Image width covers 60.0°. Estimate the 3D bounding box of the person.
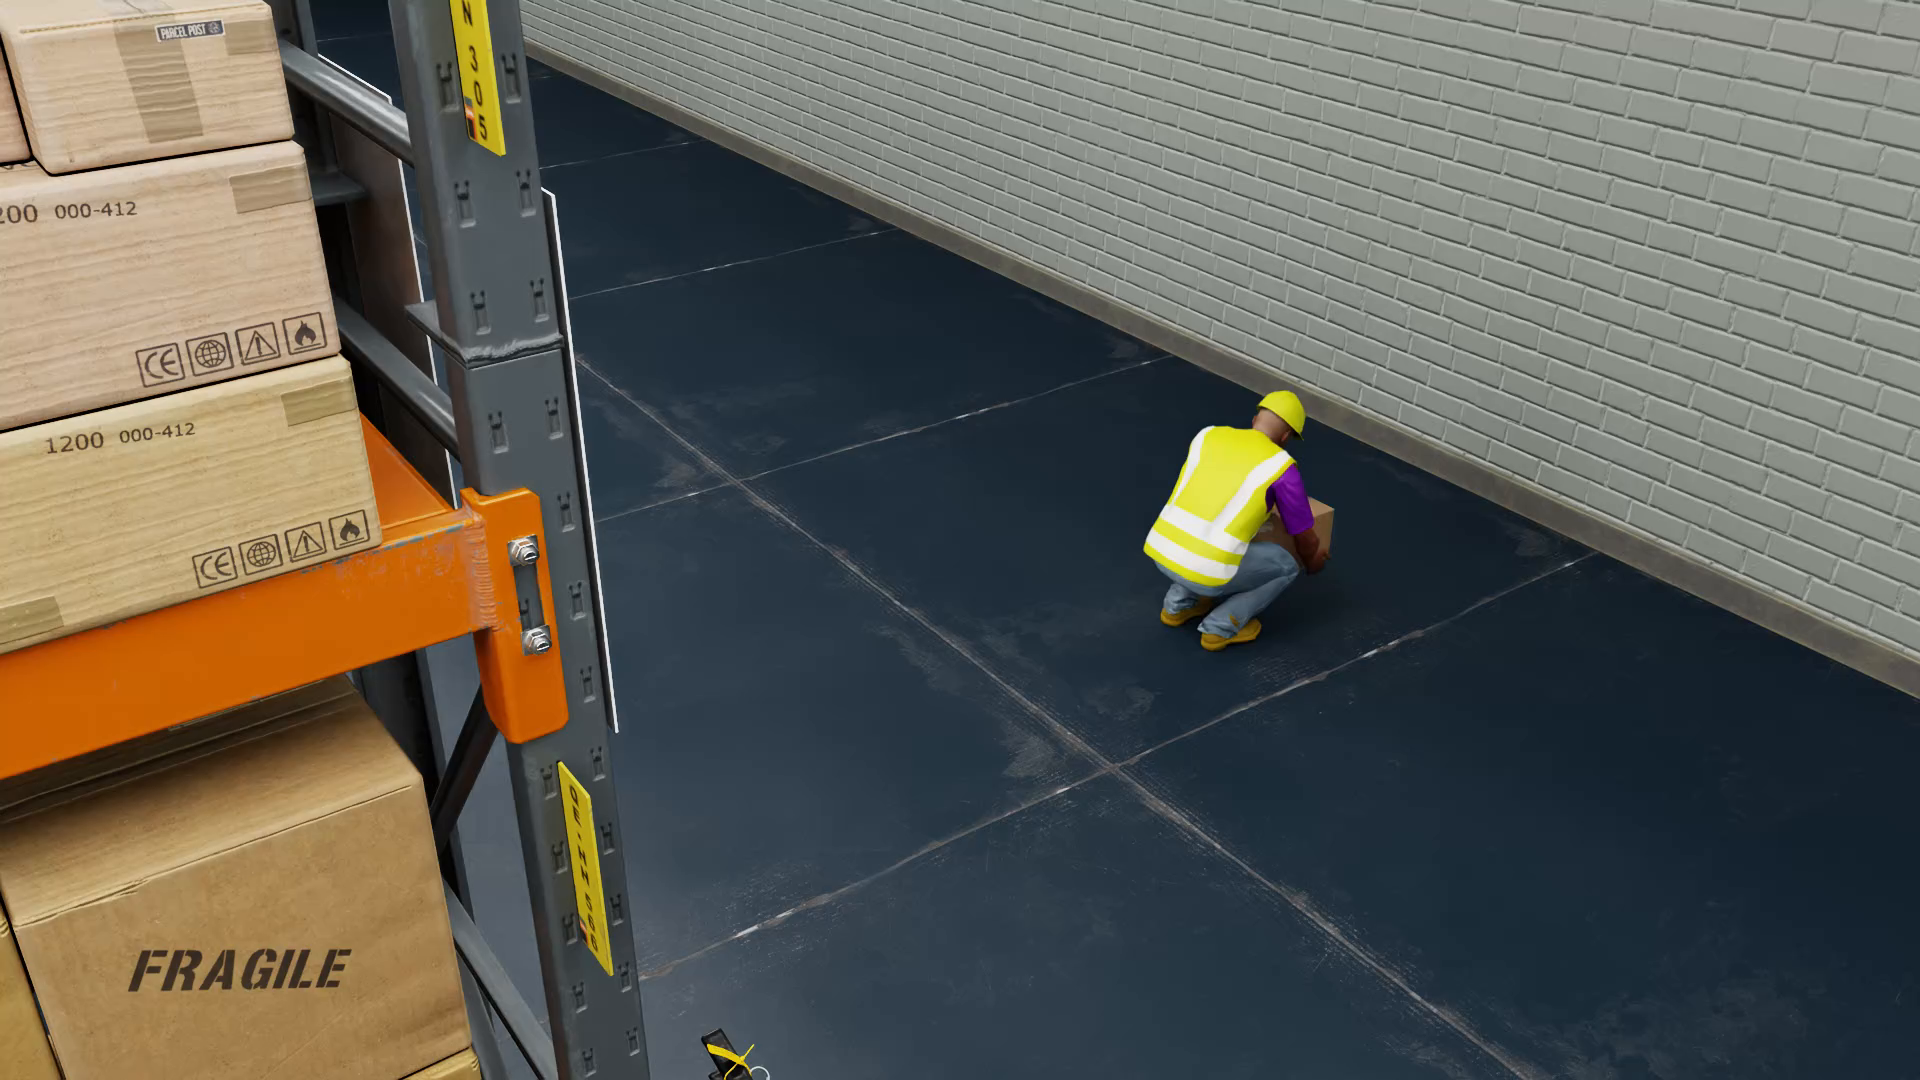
[{"bbox_3d":[1.186,-0.103,7.103,0.873,1.001,0.587,-19,34,-31],"label":"person"}]
